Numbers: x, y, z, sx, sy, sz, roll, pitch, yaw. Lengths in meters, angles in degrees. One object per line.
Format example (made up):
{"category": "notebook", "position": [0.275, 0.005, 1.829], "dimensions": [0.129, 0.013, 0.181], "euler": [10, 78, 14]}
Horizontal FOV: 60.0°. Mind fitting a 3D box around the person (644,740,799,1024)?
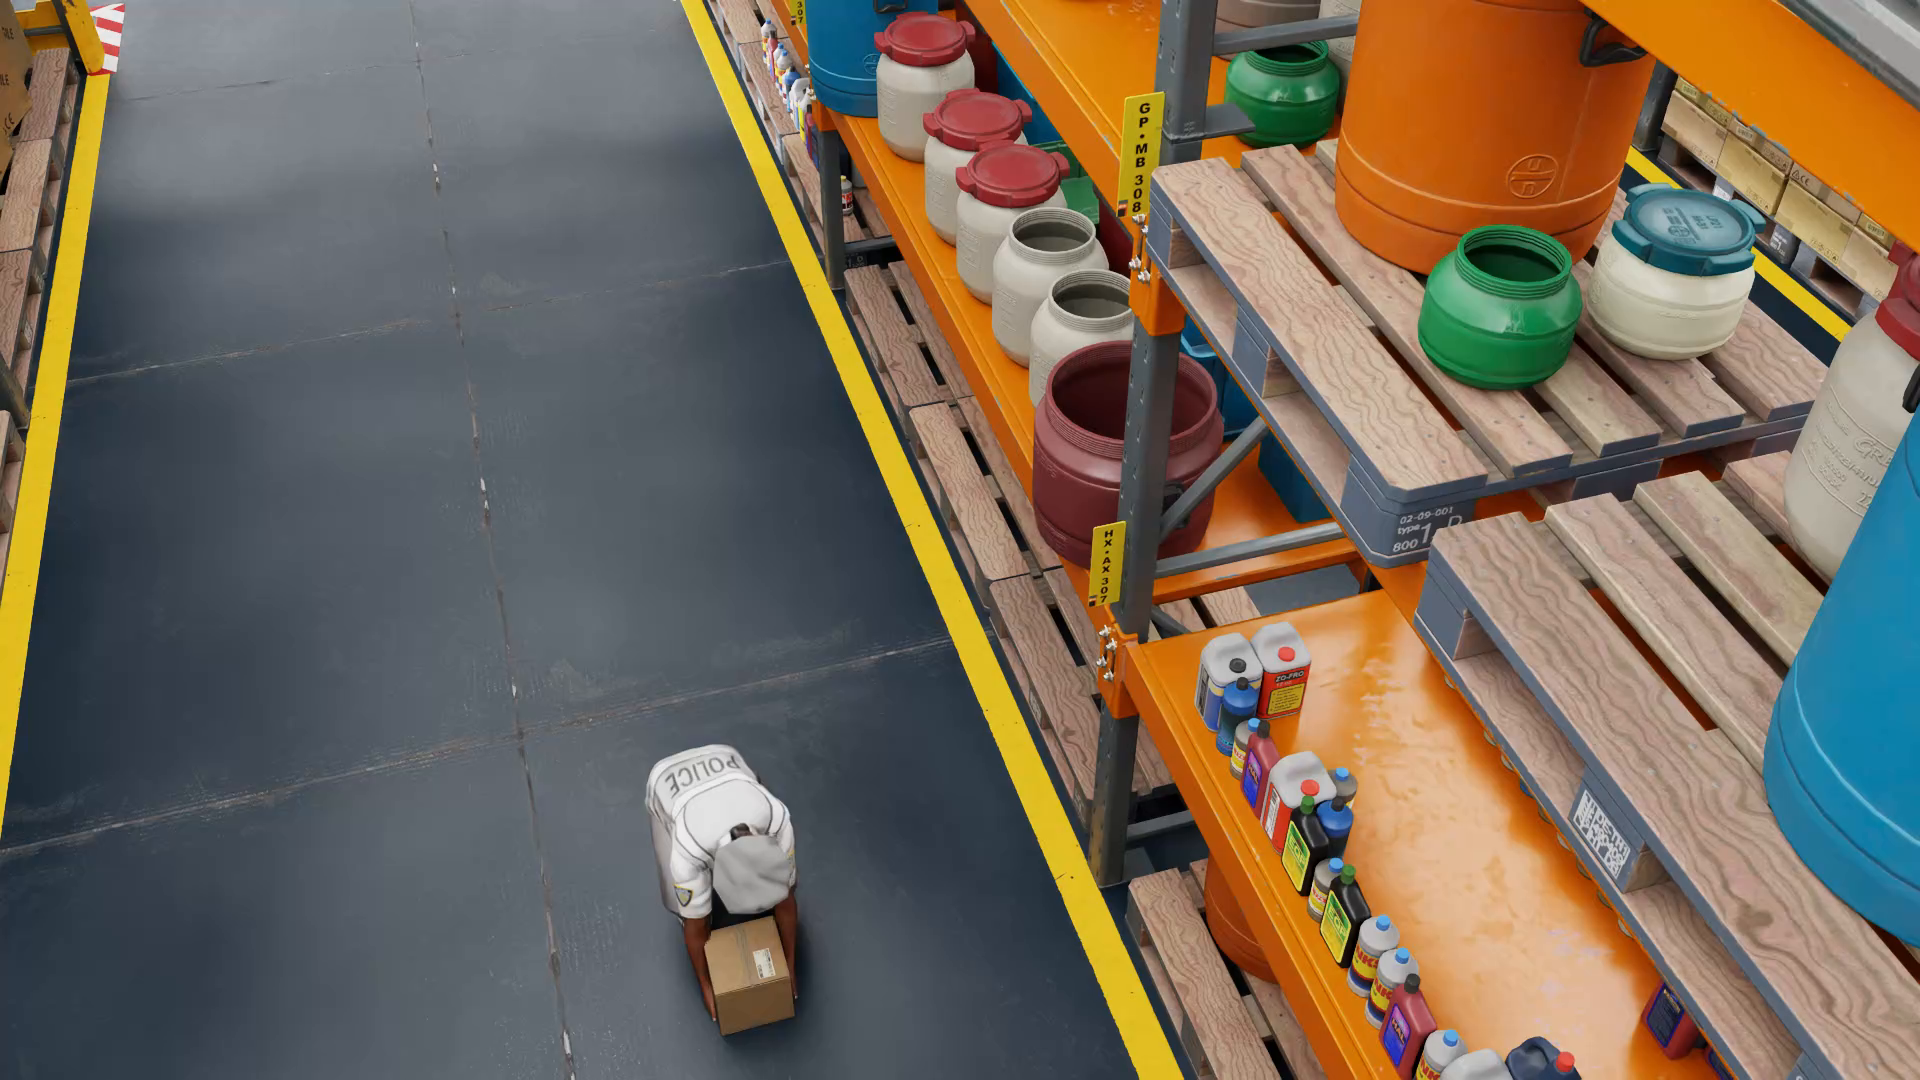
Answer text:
{"category": "person", "position": [-0.798, 1.097, 5.673], "dimensions": [0.465, 0.842, 0.900], "euler": [-13, 44, -13]}
